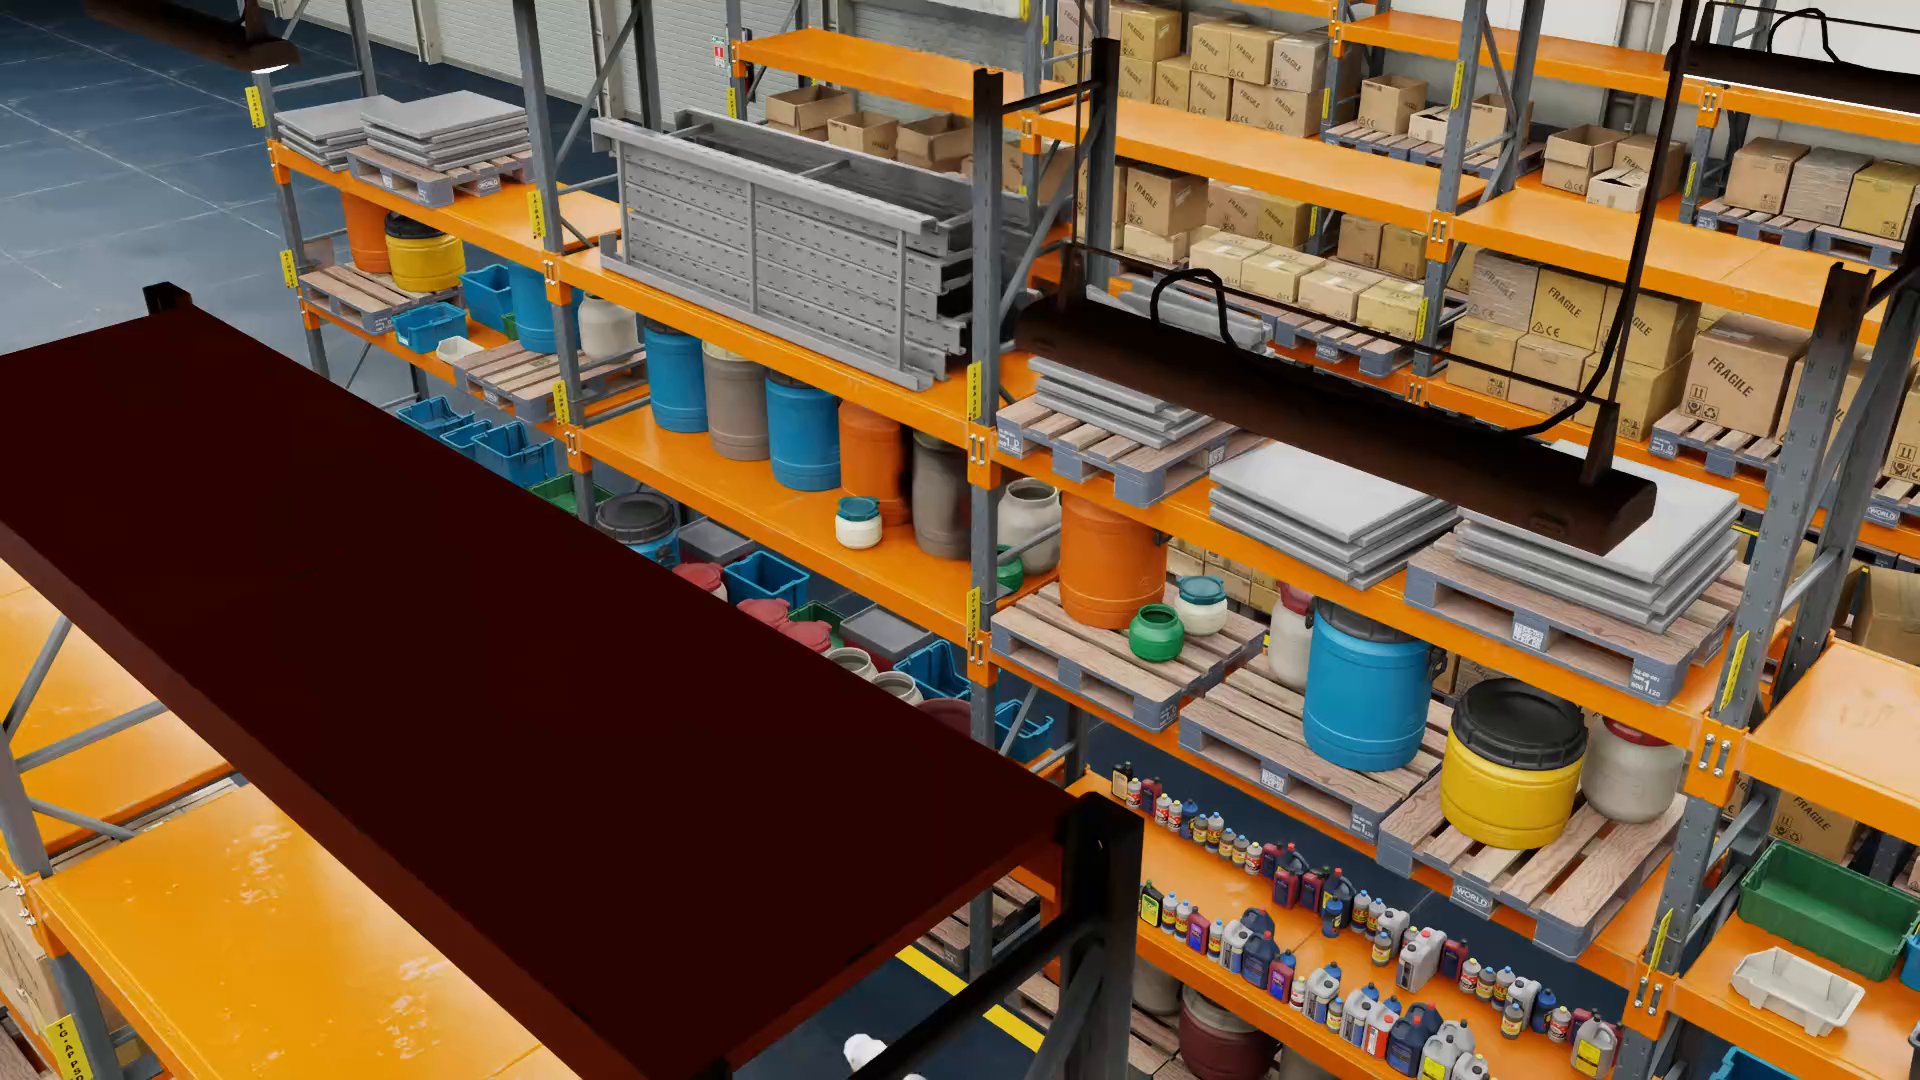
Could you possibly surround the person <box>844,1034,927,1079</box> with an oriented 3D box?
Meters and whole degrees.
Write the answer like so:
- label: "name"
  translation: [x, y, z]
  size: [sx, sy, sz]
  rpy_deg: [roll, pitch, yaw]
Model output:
- label: "person"
  translation: [-0.445, 3.177, 8.327]
  size: [0.729, 1.868, 0.631]
  rpy_deg: [22, 36, 34]
